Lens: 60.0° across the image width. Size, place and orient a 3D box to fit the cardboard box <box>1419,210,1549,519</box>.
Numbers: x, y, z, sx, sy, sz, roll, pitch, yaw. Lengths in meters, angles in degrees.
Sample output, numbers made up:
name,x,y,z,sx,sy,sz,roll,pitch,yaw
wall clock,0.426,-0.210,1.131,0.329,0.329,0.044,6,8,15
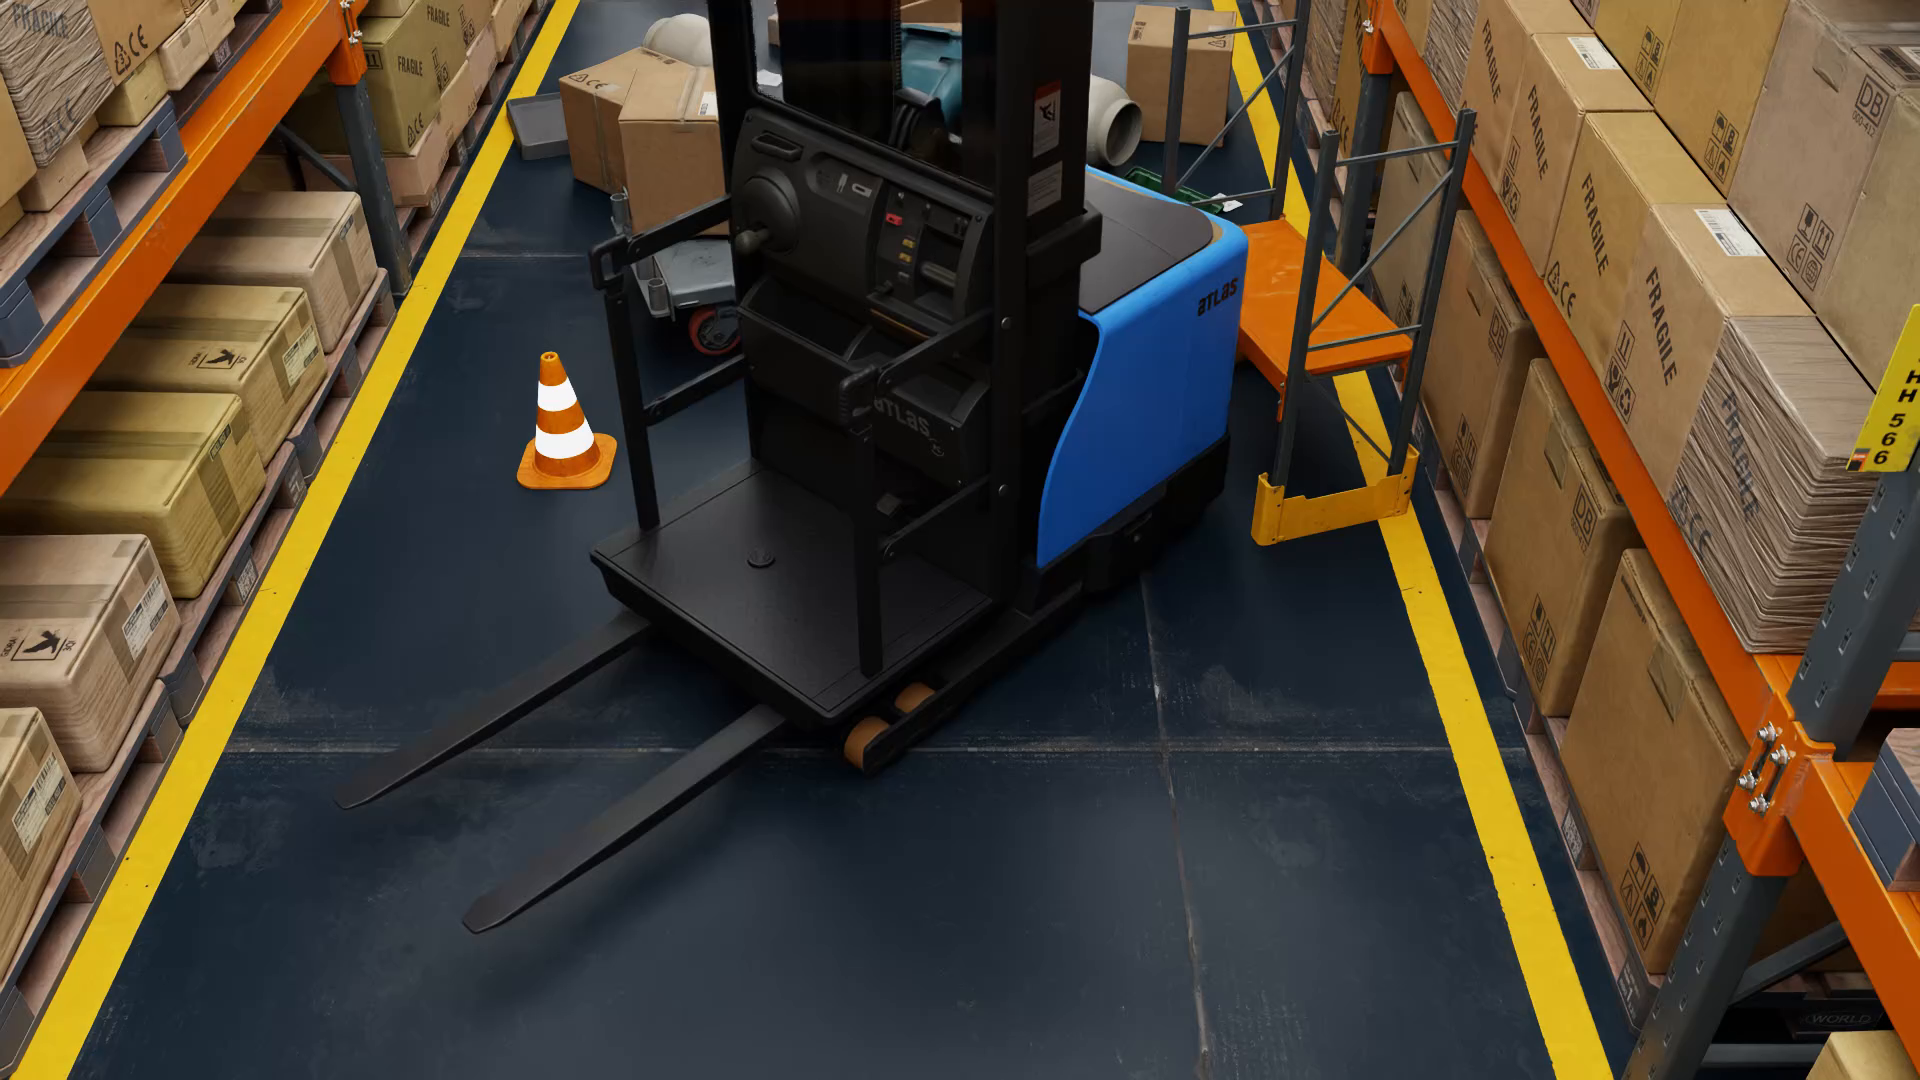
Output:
name,x,y,z,sx,sy,sz,roll,pitch,yaw
cardboard box,2.197,-0.591,5.553,1.050,0.750,0.750,0,39,0

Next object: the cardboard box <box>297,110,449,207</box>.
name,x,y,z,sx,sy,sz,roll,pitch,yaw
cardboard box,-2.572,-1.690,7.323,0.500,0.250,0.500,-2,39,-2

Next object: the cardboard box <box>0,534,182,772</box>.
name,x,y,z,sx,sy,sz,roll,pitch,yaw
cardboard box,-2.836,0.318,4.720,0.950,0.372,0.625,-1,39,-1

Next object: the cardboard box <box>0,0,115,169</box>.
name,x,y,z,sx,sy,sz,roll,pitch,yaw
cardboard box,-2.613,-1.300,4.320,0.500,0.500,0.500,-1,39,-2

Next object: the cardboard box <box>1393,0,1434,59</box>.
name,x,y,z,sx,sy,sz,roll,pitch,yaw
cardboard box,1.841,-2.007,5.776,0.500,0.500,0.500,0,39,0

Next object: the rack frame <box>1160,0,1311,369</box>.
name,x,y,z,sx,sy,sz,roll,pitch,yaw
rack frame,0.965,-1.246,6.106,0.500,1.500,0.032,-12,40,-15

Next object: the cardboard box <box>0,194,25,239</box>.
name,x,y,z,sx,sy,sz,roll,pitch,yaw
cardboard box,-2.669,-0.845,4.271,0.380,0.149,0.250,1,39,2

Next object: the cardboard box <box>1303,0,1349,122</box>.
name,x,y,z,sx,sy,sz,roll,pitch,yaw
cardboard box,2.173,-2.589,7.945,0.875,0.875,0.875,0,39,0

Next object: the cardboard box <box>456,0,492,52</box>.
name,x,y,z,sx,sy,sz,roll,pitch,yaw
cardboard box,-2.583,-2.642,7.911,0.500,0.500,0.500,2,39,2

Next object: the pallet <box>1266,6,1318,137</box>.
name,x,y,z,sx,sy,sz,roll,pitch,yaw
pallet,2.182,-2.449,8.637,1.003,0.211,1.213,0,39,0

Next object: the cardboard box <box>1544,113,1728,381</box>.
name,x,y,z,sx,sy,sz,roll,pitch,yaw
cardboard box,1.845,-0.741,4.195,0.500,0.500,0.500,-1,39,-1

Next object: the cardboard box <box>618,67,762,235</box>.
name,x,y,z,sx,sy,sz,roll,pitch,yaw
cardboard box,-1.061,-1.570,6.704,0.500,0.500,0.500,0,39,0

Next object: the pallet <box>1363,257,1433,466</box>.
name,x,y,z,sx,sy,sz,roll,pitch,yaw
pallet,2.185,-0.726,6.487,1.003,0.211,1.213,0,39,0

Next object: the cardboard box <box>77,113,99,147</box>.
name,x,y,z,sx,sy,sz,roll,pitch,yaw
cardboard box,-2.680,-1.172,4.678,0.380,0.149,0.250,-1,39,-2

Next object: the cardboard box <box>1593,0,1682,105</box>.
name,x,y,z,sx,sy,sz,roll,pitch,yaw
cardboard box,2.118,-1.462,4.296,0.700,0.500,0.500,0,39,0

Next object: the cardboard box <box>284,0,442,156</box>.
name,x,y,z,sx,sy,sz,roll,pitch,yaw
cardboard box,-2.572,-1.983,7.089,0.500,0.500,0.500,2,39,2

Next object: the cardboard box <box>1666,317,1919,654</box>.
name,x,y,z,sx,sy,sz,roll,pitch,yaw
cardboard box,1.845,-0.116,3.416,0.500,0.500,0.500,0,39,0

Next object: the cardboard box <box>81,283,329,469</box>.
name,x,y,z,sx,sy,sz,roll,pitch,yaw
cardboard box,-2.834,-0.591,5.854,0.950,0.372,0.625,2,39,3

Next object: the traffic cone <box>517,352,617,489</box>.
name,x,y,z,sx,sy,sz,roll,pitch,yaw
traffic cone,-1.439,-0.466,5.961,0.336,0.463,0.334,0,39,0

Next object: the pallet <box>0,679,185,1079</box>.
name,x,y,z,sx,sy,sz,roll,pitch,yaw
pallet,-2.836,0.871,4.495,1.003,0.211,1.213,0,39,0

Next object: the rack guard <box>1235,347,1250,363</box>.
name,x,y,z,sx,sy,sz,roll,pitch,yaw
rack guard,0.972,-0.747,6.482,0.587,0.250,0.087,-12,40,-15

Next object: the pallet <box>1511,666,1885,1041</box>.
name,x,y,z,sx,sy,sz,roll,pitch,yaw
pallet,2.188,0.800,4.583,1.003,0.211,1.213,0,39,0

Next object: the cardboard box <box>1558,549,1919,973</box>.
name,x,y,z,sx,sy,sz,roll,pitch,yaw
cardboard box,2.203,0.538,4.144,1.050,0.750,0.750,-1,39,-1

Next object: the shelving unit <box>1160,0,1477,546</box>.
name,x,y,z,sx,sy,sz,roll,pitch,yaw
shelving unit,1.133,-0.940,5.724,0.587,1.500,1.083,-12,40,-15

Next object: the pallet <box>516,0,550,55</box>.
name,x,y,z,sx,sy,sz,roll,pitch,yaw
pallet,-2.880,-3.088,9.434,1.003,0.211,1.213,0,39,0

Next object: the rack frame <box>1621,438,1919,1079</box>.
name,x,y,z,sx,sy,sz,roll,pitch,yaw
rack frame,2.117,0.205,3.096,0.949,2.616,0.053,0,39,0

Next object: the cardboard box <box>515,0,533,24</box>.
name,x,y,z,sx,sy,sz,roll,pitch,yaw
cardboard box,-2.583,-2.993,8.949,0.500,0.250,0.500,0,39,0

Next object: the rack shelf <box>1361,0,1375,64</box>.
name,x,y,z,sx,sy,sz,roll,pitch,yaw
rack shelf,2.107,-3.267,8.003,1.077,0.370,4.000,0,39,0

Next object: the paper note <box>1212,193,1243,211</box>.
name,x,y,z,sx,sy,sz,roll,pitch,yaw
paper note,1.203,-1.558,7.670,0.147,0.020,0.142,-28,46,-30

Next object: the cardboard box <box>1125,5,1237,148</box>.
name,x,y,z,sx,sy,sz,roll,pitch,yaw
cardboard box,1.081,-2.292,8.209,0.500,0.500,0.500,6,39,8

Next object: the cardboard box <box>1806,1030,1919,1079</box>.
name,x,y,z,sx,sy,sz,roll,pitch,yaw
cardboard box,1.872,1.155,2.974,0.500,0.250,0.500,-2,39,-2

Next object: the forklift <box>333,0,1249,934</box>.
name,x,y,z,sx,sy,sz,roll,pitch,yaw
forklift,-0.434,-0.821,4.431,1.130,2.935,3.031,30,47,32

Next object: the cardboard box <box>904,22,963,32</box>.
name,x,y,z,sx,sy,sz,roll,pitch,yaw
cardboard box,-0.302,-2.129,7.896,0.797,0.637,0.503,0,39,0

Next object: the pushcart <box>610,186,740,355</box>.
name,x,y,z,sx,sy,sz,roll,pitch,yaw
pushcart,-0.561,-1.240,6.995,1.648,0.377,0.936,-13,40,-16

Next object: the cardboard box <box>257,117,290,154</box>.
name,x,y,z,sx,sy,sz,roll,pitch,yaw
cardboard box,-3.110,-1.983,7.090,0.500,0.500,0.500,-1,39,-1

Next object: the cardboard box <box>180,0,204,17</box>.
name,x,y,z,sx,sy,sz,roll,pitch,yaw
cardboard box,-2.609,-1.950,5.131,0.500,0.500,0.500,0,39,0

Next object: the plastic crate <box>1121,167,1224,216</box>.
name,x,y,z,sx,sy,sz,roll,pitch,yaw
plastic crate,0.799,-1.330,7.213,0.450,0.188,0.662,27,45,16

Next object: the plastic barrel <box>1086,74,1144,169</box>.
name,x,y,z,sx,sy,sz,roll,pitch,yaw
plastic barrel,0.574,-2.000,7.907,0.512,0.421,0.421,28,46,30

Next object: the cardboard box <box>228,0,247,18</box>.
name,x,y,z,sx,sy,sz,roll,pitch,yaw
cardboard box,-2.582,-1.809,5.474,0.380,0.149,0.250,-1,39,-1

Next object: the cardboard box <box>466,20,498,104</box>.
name,x,y,z,sx,sy,sz,roll,pitch,yaw
cardboard box,-2.587,-2.356,8.154,0.500,0.250,0.500,-1,39,-1

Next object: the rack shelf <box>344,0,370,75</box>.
name,x,y,z,sx,sy,sz,roll,pitch,yaw
rack shelf,-2.843,-3.200,7.920,1.077,0.370,4.000,0,39,0

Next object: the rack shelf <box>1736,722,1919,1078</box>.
name,x,y,z,sx,sy,sz,roll,pitch,yaw
rack shelf,2.116,1.736,1.760,1.077,0.370,4.000,0,39,0

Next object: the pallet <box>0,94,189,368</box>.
name,x,y,z,sx,sy,sz,roll,pitch,yaw
pallet,-2.879,-0.892,4.617,1.003,0.211,1.213,0,39,0

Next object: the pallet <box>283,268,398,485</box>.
name,x,y,z,sx,sy,sz,roll,pitch,yaw
pallet,-2.838,-0.655,6.399,1.003,0.211,1.213,0,39,0

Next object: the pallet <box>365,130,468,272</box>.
name,x,y,z,sx,sy,sz,roll,pitch,yaw
pallet,-2.877,-1.562,7.530,1.003,0.211,1.213,0,39,0

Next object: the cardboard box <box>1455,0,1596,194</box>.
name,x,y,z,sx,sy,sz,roll,pitch,yaw
cardboard box,1.840,-1.378,4.991,0.500,0.500,0.500,0,39,0

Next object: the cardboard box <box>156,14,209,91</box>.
name,x,y,z,sx,sy,sz,roll,pitch,yaw
cardboard box,-2.541,-1.489,5.074,0.380,0.149,0.250,0,39,0

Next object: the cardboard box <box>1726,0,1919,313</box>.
name,x,y,z,sx,sy,sz,roll,pitch,yaw
cardboard box,2.121,-0.822,3.497,0.700,0.500,0.500,-1,39,-1
